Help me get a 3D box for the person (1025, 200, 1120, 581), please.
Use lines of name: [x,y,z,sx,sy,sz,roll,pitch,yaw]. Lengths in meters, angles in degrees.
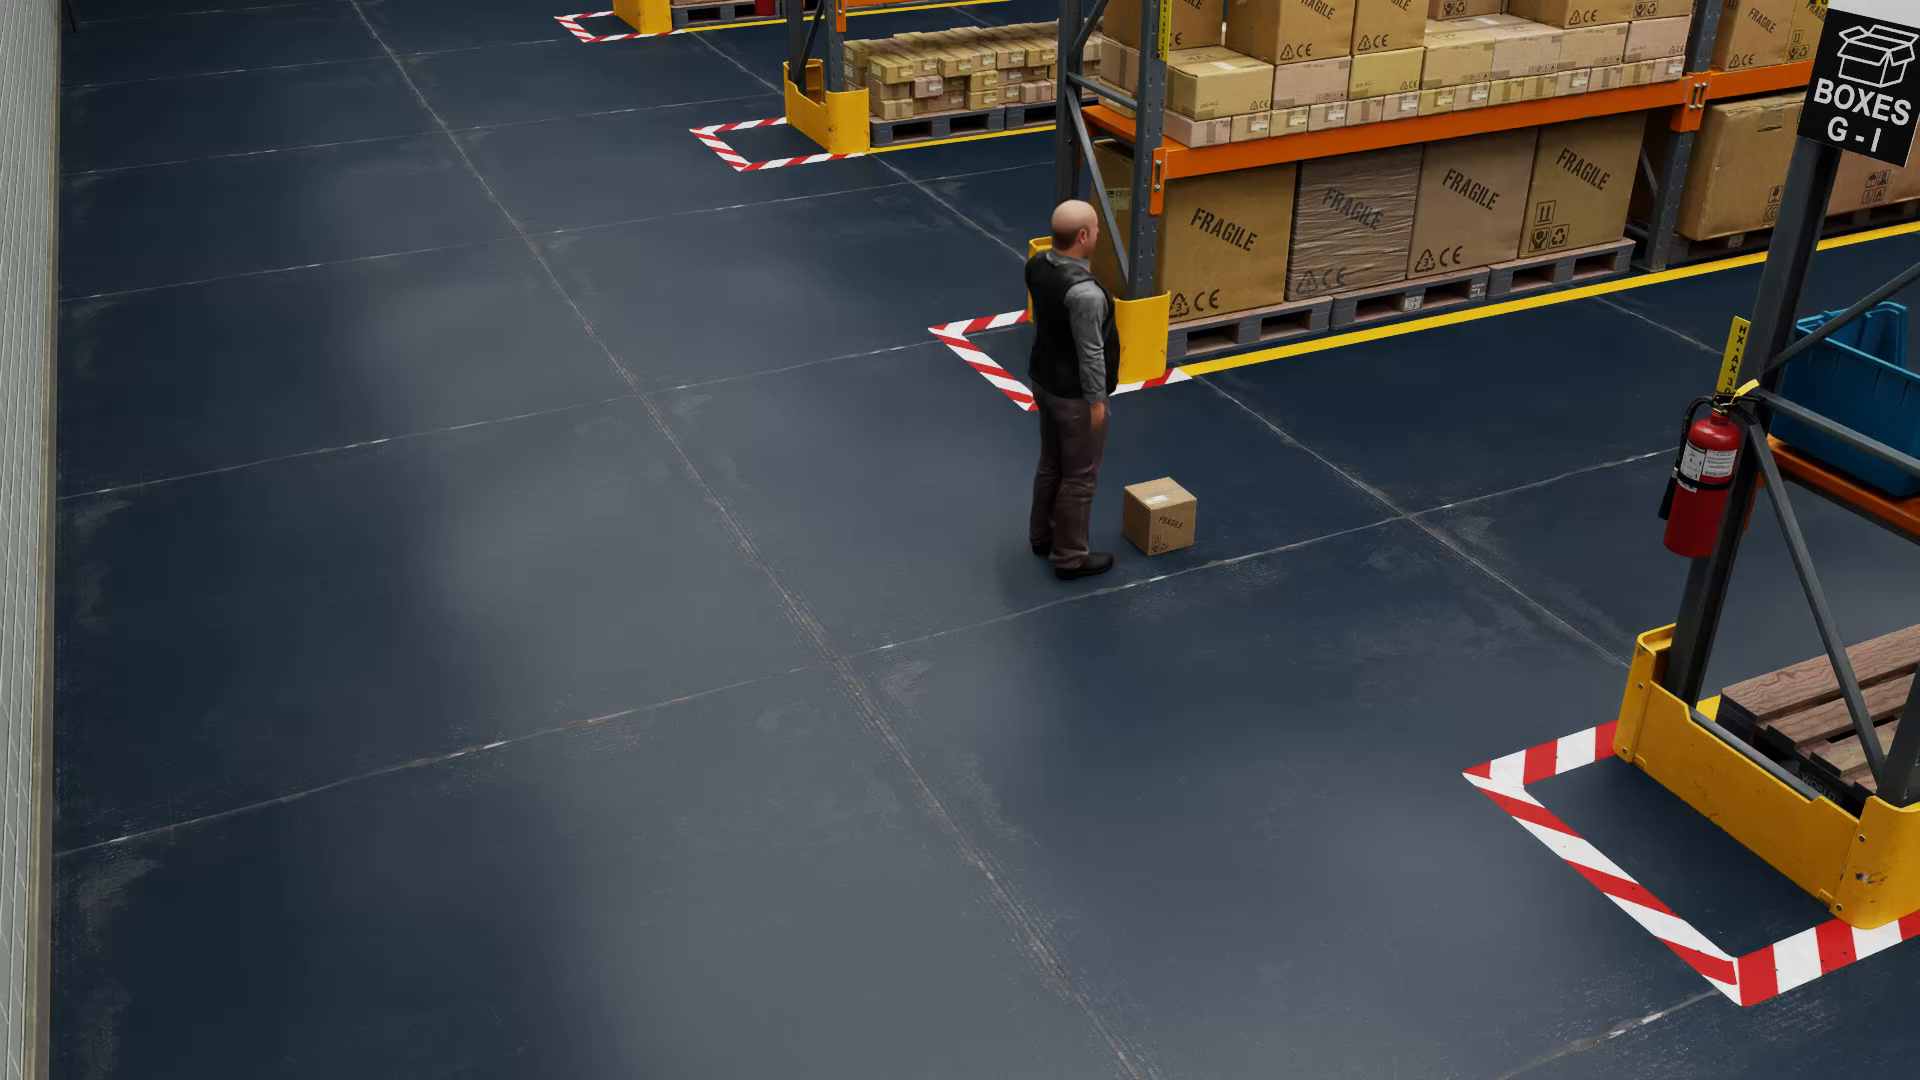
person: [0.496,-0.663,7.338,0.357,1.722,0.531,-12,31,-21]
